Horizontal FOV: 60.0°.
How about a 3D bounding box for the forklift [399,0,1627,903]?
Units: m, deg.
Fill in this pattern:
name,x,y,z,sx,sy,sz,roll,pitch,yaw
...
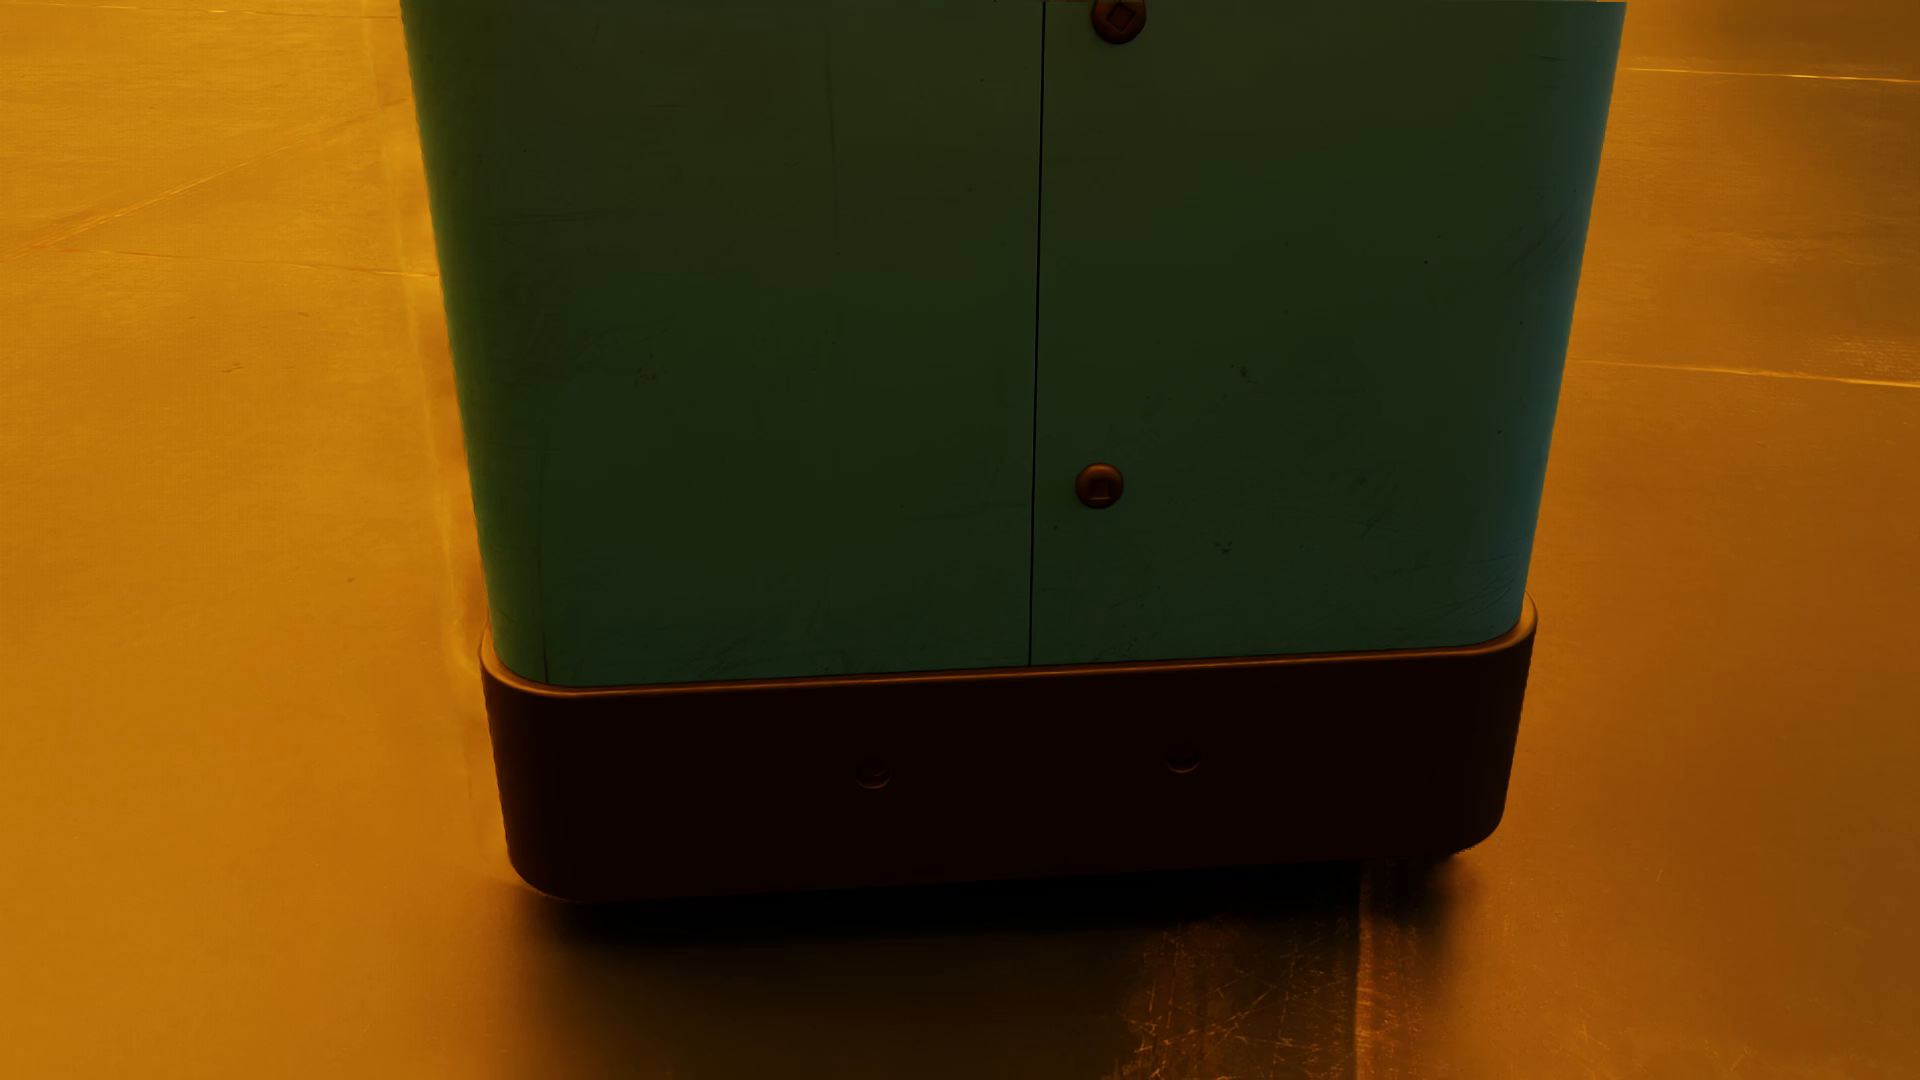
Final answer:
name,x,y,z,sx,sy,sz,roll,pitch,yaw
forklift,-0.068,-1.584,2.386,1.130,2.935,3.031,-2,27,-5
